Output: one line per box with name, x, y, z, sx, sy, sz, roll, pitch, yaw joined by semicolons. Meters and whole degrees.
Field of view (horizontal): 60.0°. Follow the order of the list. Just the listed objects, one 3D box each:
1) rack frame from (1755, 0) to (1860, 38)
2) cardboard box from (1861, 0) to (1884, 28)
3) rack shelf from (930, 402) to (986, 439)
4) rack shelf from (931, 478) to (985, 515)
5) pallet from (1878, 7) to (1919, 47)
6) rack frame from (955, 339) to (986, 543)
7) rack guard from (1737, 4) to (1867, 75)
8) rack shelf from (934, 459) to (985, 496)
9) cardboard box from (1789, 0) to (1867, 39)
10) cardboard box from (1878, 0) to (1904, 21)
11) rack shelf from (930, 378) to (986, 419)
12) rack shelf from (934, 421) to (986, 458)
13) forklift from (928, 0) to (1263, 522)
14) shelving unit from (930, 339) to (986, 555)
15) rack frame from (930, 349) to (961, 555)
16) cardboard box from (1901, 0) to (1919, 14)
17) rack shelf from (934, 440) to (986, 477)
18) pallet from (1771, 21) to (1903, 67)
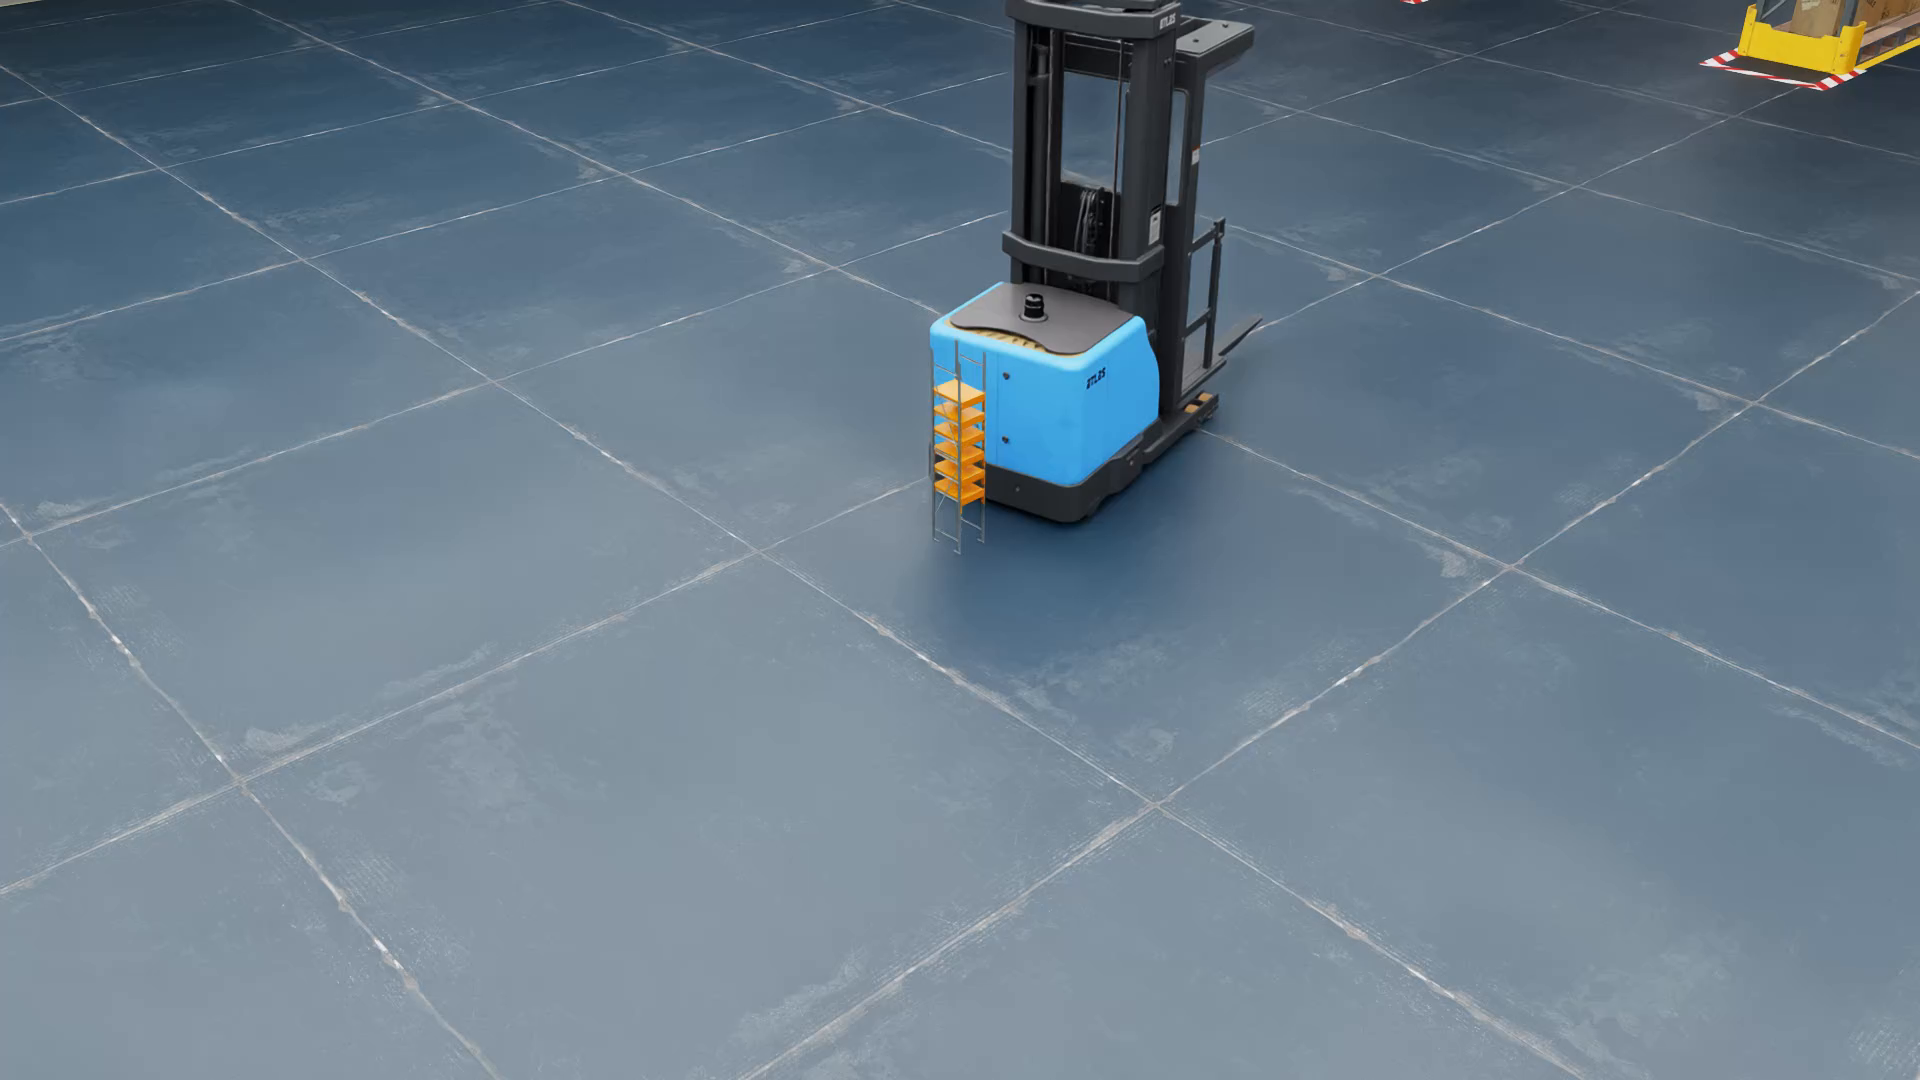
rack frame;9.028;-6.461;17.276;0.127;3.000;1.000;-26;40;-35
cardboard box;9.912;-6.014;18.538;0.500;0.500;0.500;-15;35;-23
rack shelf;-0.011;-0.674;9.161;0.180;0.103;0.258;-26;40;-35
rack shelf;-0.011;-0.264;9.411;0.180;0.103;0.258;-26;40;-35
pallet;10.597;-6.004;19.201;1.213;0.211;1.003;-26;40;-35
rack frame;0.056;-0.539;9.316;0.006;1.200;0.240;-26;40;-35
rack guard;9.083;-5.422;17.972;0.348;0.500;1.175;-26;40;-35
rack shelf;-0.011;-0.366;9.349;0.180;0.103;0.258;-26;40;-35
cardboard box;9.497;-5.789;18.170;0.500;0.500;0.500;-18;36;-27
cardboard box;10.384;-6.229;18.890;0.500;0.500;0.500;-22;38;-31
rack shelf;-0.011;-0.776;9.098;0.180;0.103;0.258;-26;40;-35
rack shelf;-0.011;-0.571;9.224;0.180;0.103;0.258;-26;40;-35
forklift;1.034;-2.080;10.177;1.130;2.935;3.031;19;36;28
shelving unit;-0.011;-0.507;9.263;0.189;1.200;0.258;-26;40;-35
rack frame;-0.078;-0.474;9.210;0.006;1.200;0.240;-26;40;-35
cardboard box;10.823;-6.410;19.185;0.500;0.500;0.500;25;39;35
rack shelf;-0.011;-0.469;9.286;0.180;0.103;0.258;-26;40;-35
pallet;9.703;-5.573;18.497;1.213;0.211;1.003;-26;40;-35
